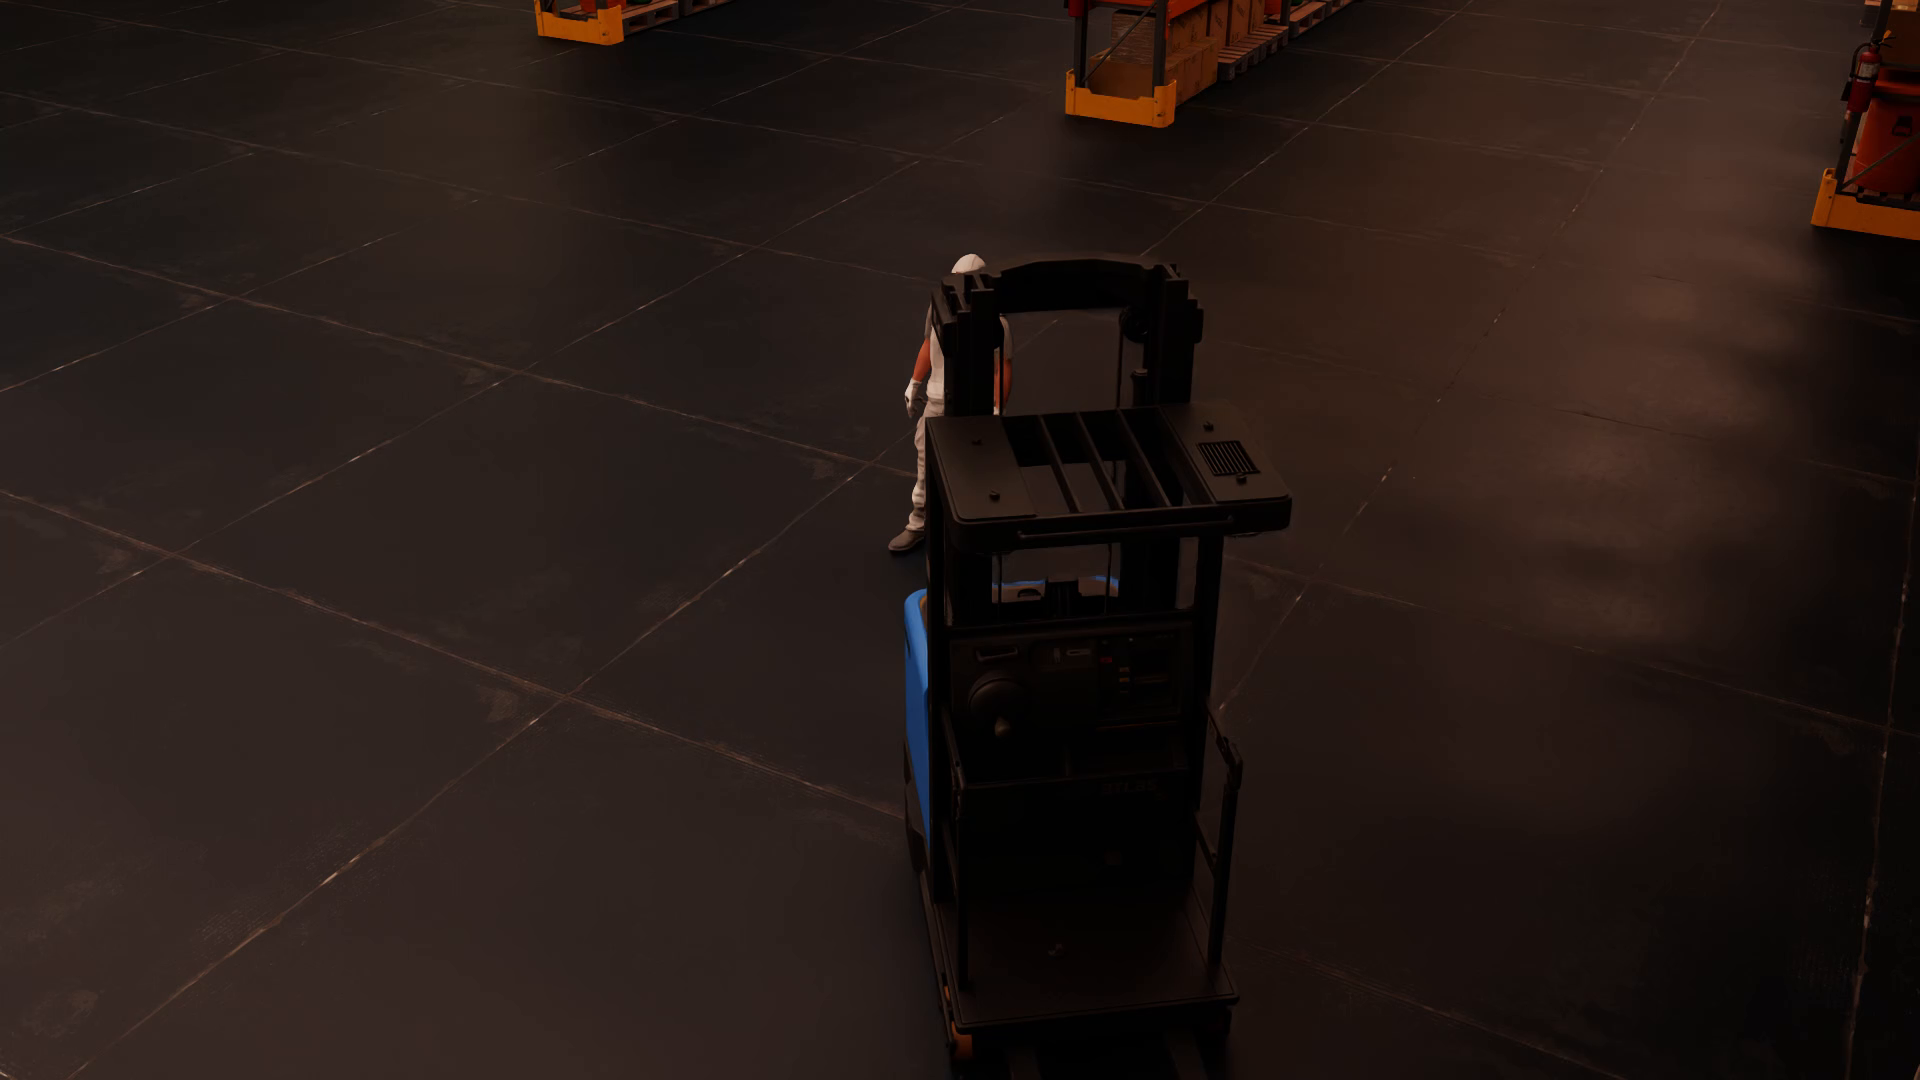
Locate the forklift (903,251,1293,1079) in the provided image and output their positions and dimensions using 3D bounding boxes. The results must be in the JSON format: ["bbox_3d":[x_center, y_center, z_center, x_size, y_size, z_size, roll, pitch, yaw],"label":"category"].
[{"bbox_3d":[0.458,0.574,6.076,1.130,2.935,3.031,-4,30,-7],"label":"forklift"}]

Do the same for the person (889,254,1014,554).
[{"bbox_3d":[-0.050,-0.749,9.497,0.637,1.787,0.564,15,33,25],"label":"person"}]
